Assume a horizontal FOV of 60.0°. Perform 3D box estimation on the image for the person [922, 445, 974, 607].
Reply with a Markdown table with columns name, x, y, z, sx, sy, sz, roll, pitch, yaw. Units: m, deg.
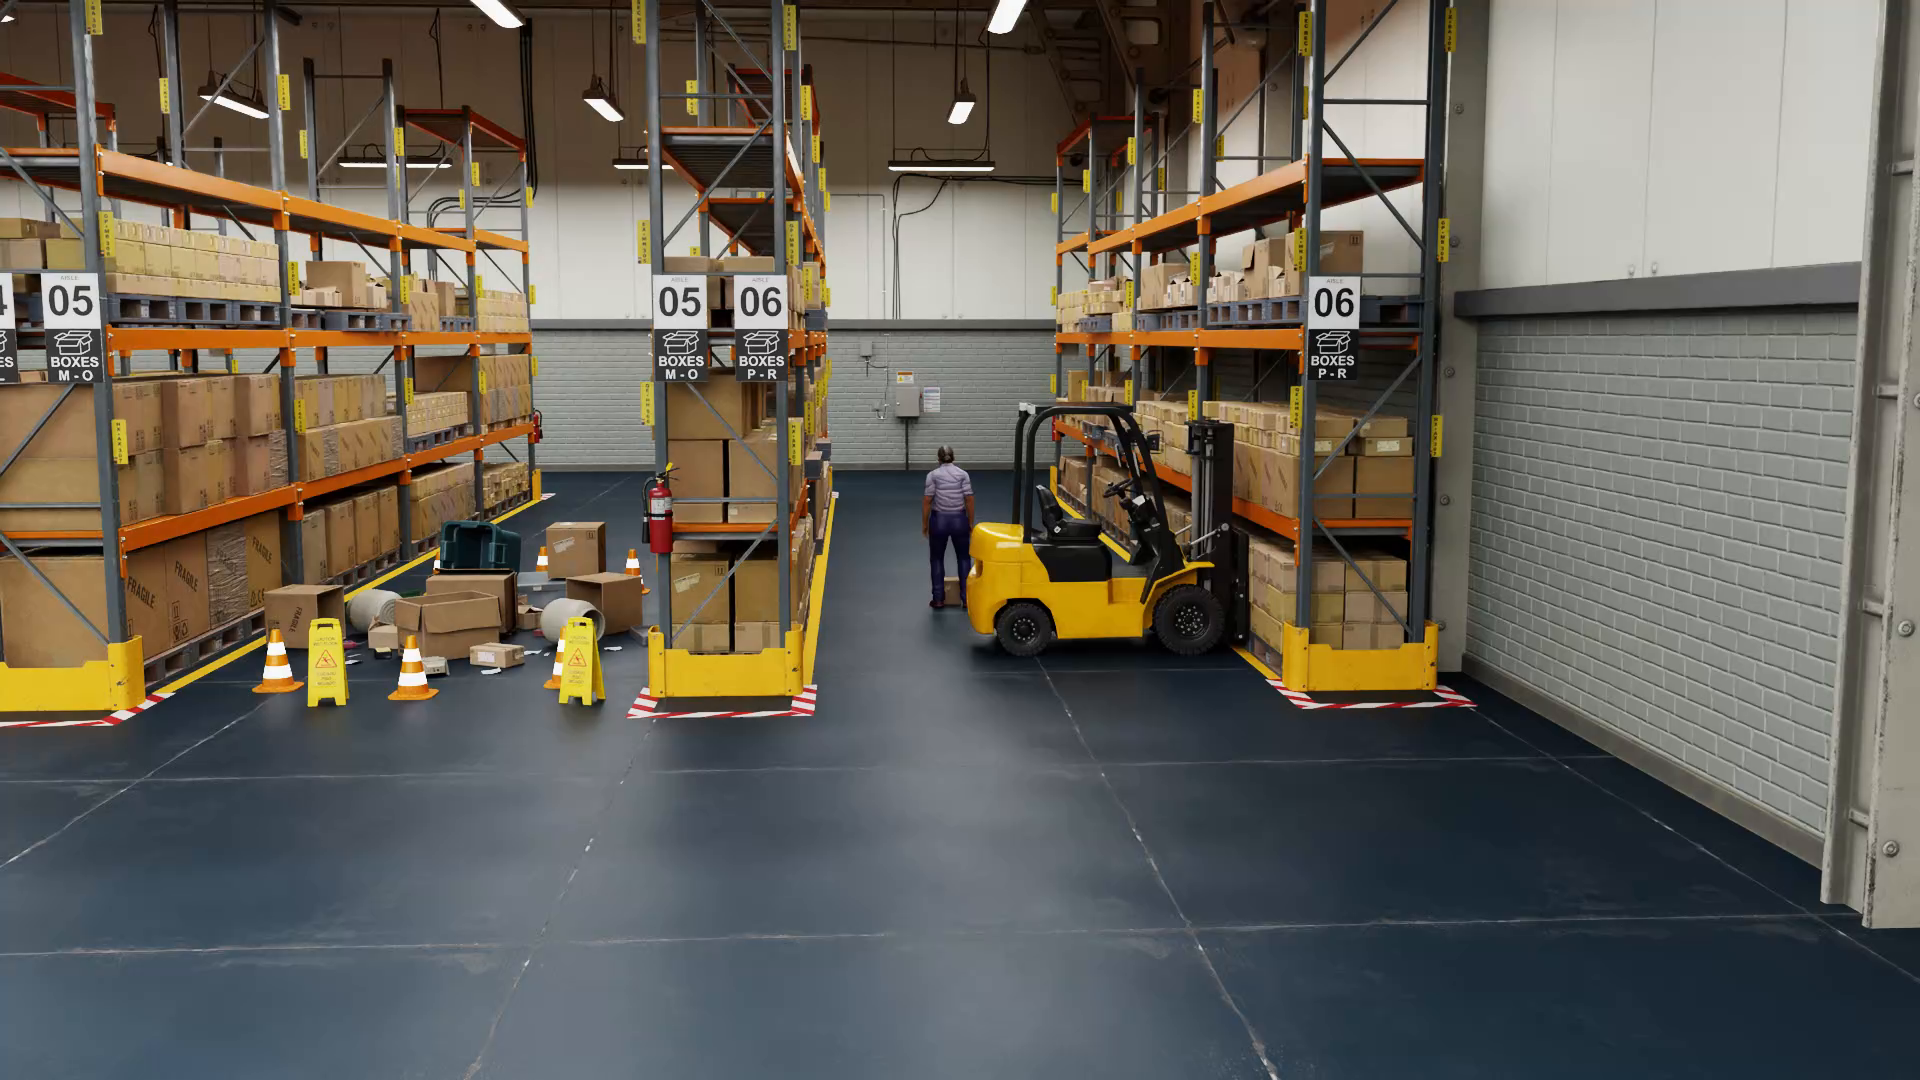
| name | x | y | z | sx | sy | sz | roll | pitch | yaw |
| --- | --- | --- | --- | --- | --- | --- | --- | --- | --- |
| person | -0.104 | -0.139 | 16.919 | 0.563 | 1.653 | 0.363 | -1 | 7 | -6 |
